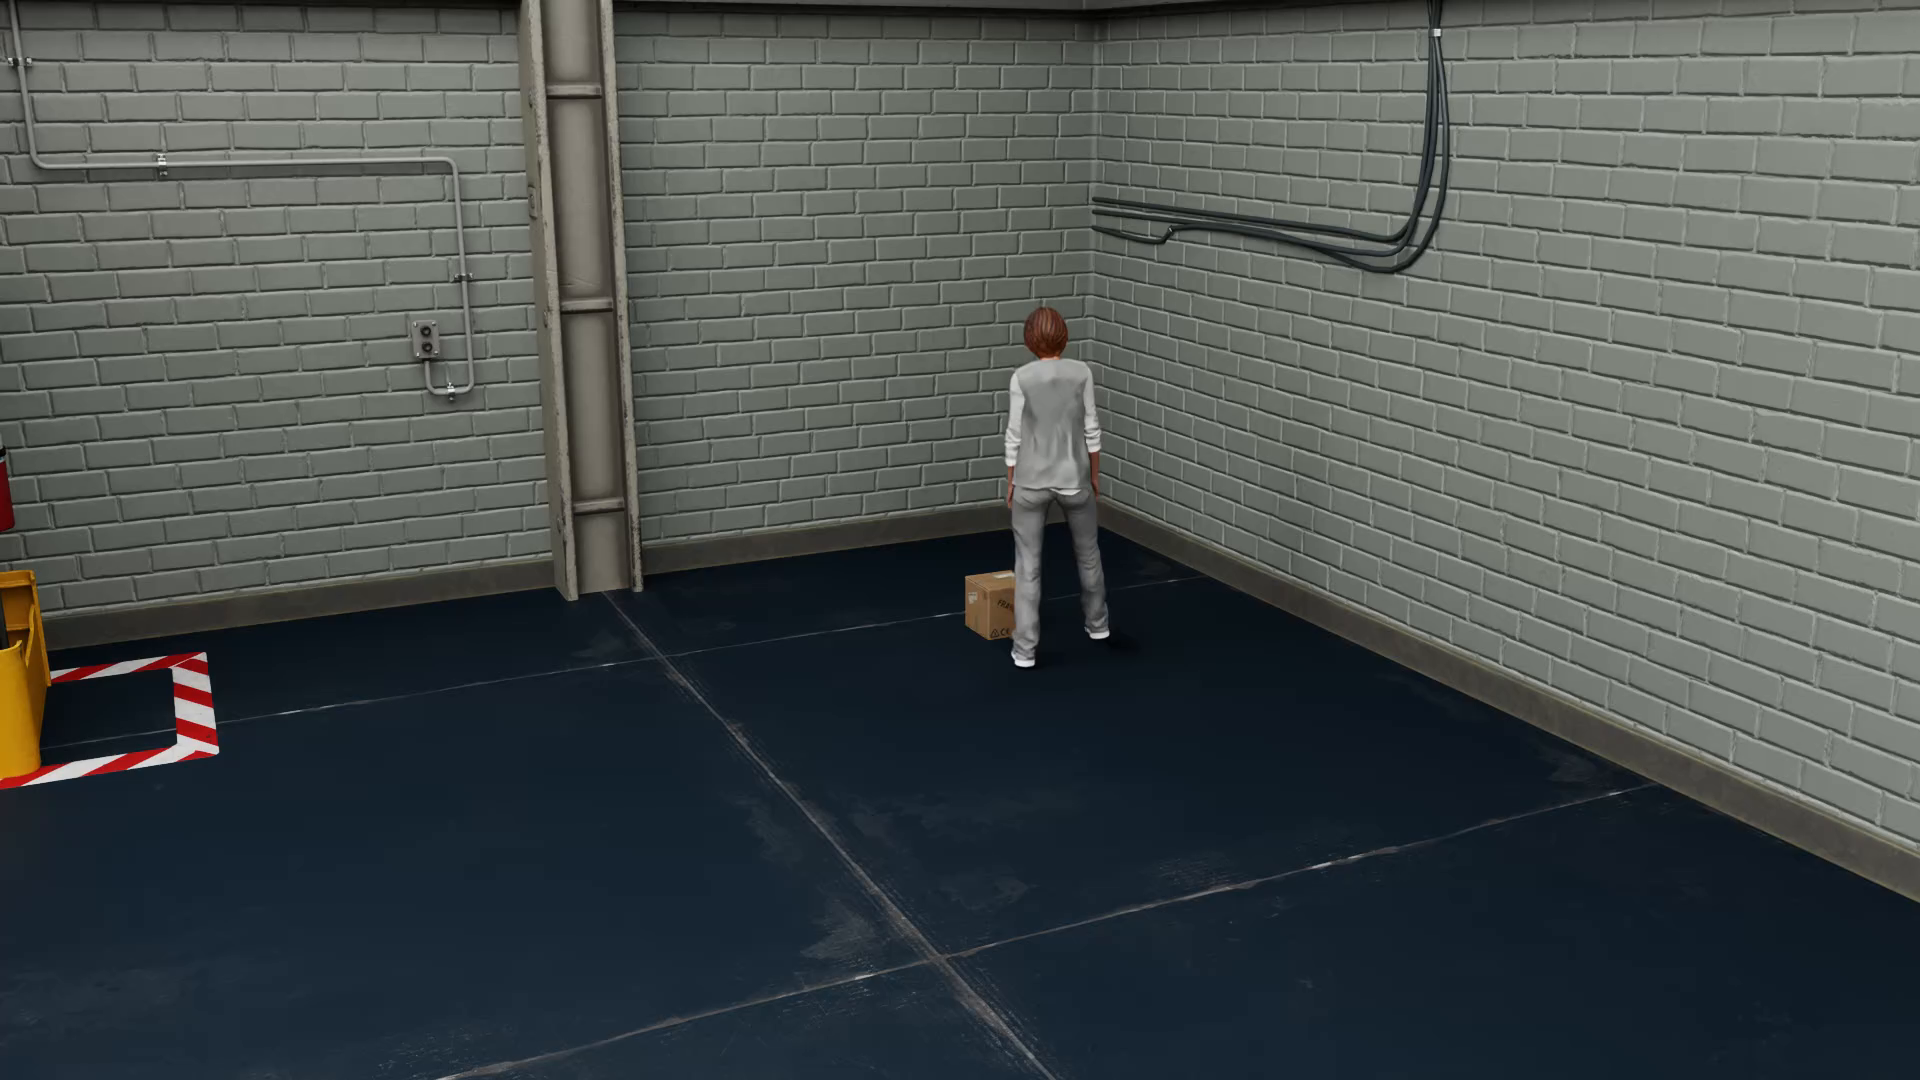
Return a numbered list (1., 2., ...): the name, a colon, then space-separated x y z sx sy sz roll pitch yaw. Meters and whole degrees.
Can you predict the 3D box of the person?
1. person: 0.448 -0.253 7.441 0.537 1.584 0.552 -2 16 -7
